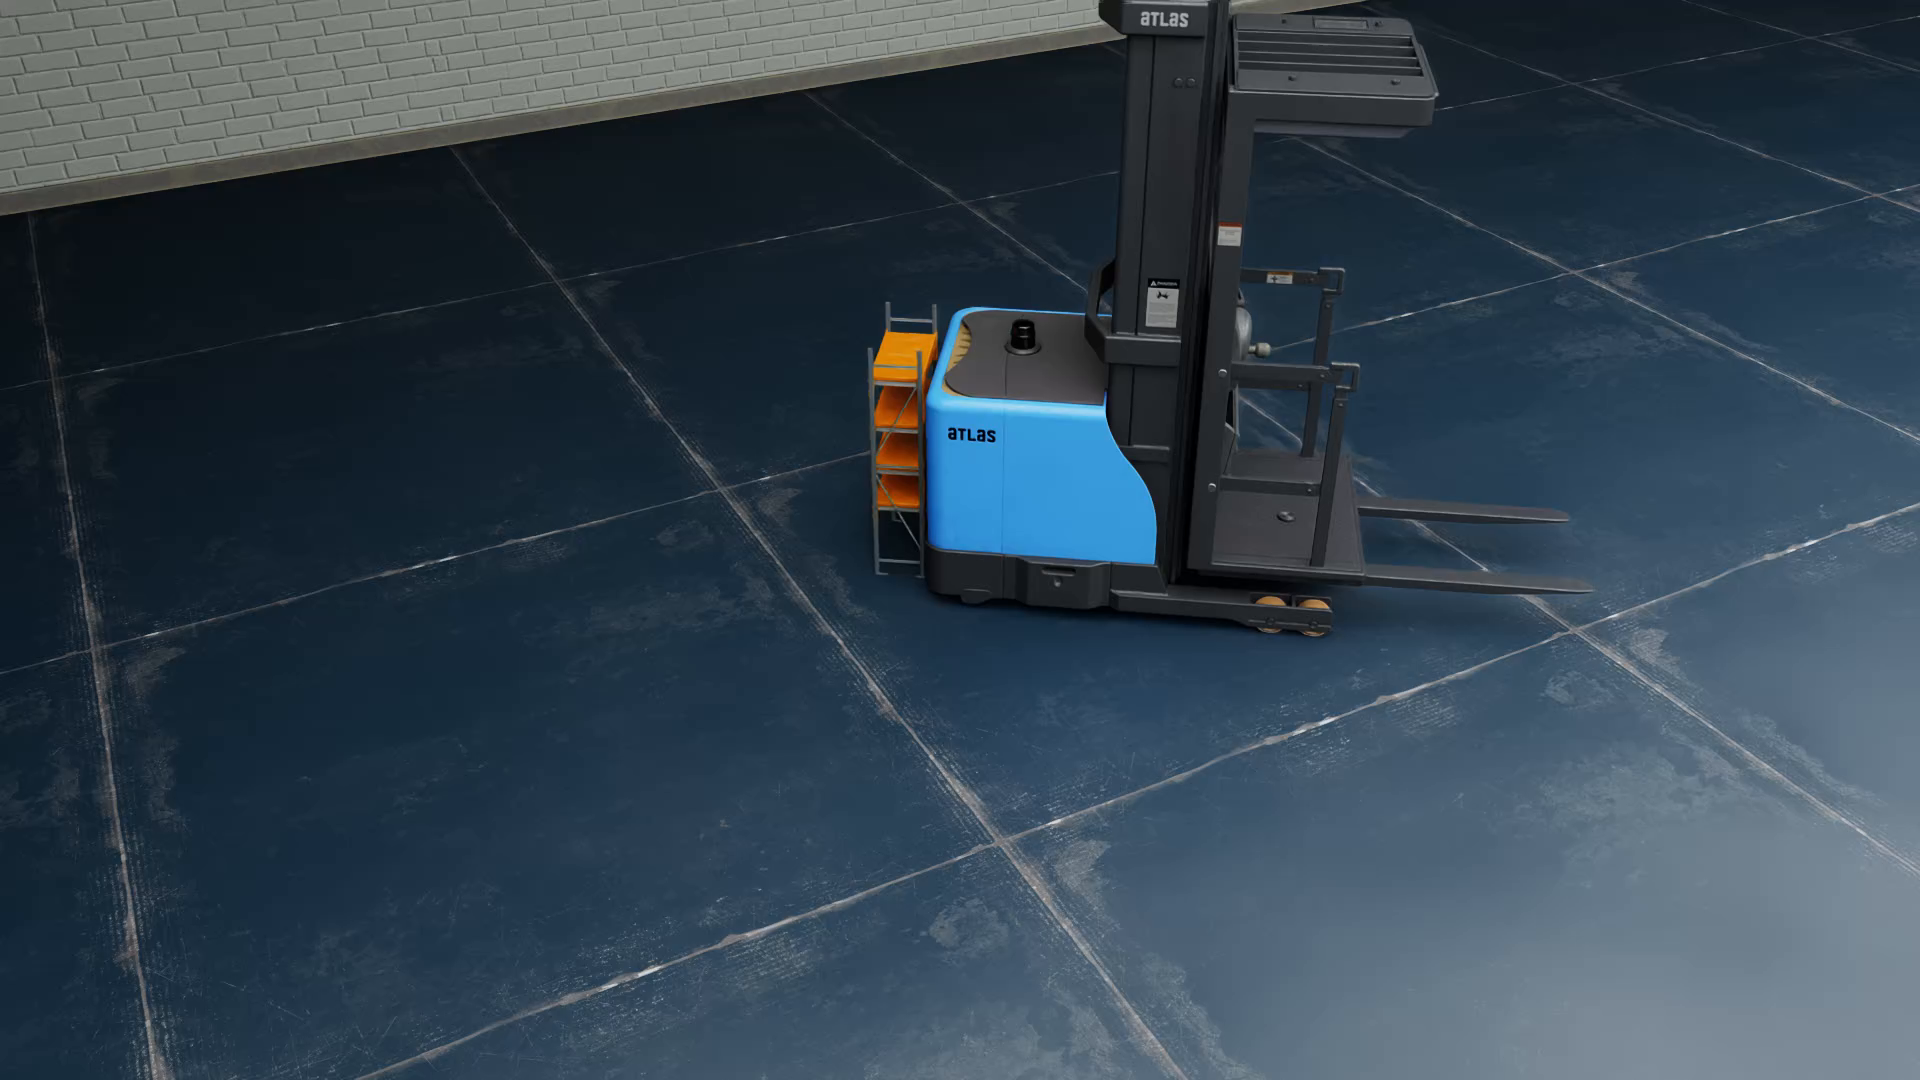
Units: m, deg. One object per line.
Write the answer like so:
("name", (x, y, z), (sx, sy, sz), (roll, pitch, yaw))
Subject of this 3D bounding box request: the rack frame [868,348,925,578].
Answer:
("rack frame", (-0.287, -0.334, 7.659), (0.240, 1.200, 0.015), (4, 33, 6))

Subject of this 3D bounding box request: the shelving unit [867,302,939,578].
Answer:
("shelving unit", (-0.258, -0.464, 7.863), (0.258, 1.200, 0.503), (4, 33, 6))

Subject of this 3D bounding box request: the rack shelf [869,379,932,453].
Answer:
("rack shelf", (-0.258, -0.596, 7.778), (0.258, 0.148, 0.480), (4, 33, 6))

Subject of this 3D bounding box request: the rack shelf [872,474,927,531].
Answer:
("rack shelf", (-0.258, -0.241, 8.006), (0.258, 0.148, 0.480), (4, 33, 6))

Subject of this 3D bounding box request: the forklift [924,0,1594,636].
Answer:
("forklift", (1.393, -1.102, 7.253), (3.031, 2.935, 1.130), (4, 33, 6))

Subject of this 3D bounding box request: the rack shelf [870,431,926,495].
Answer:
("rack shelf", (-0.258, -0.408, 7.899), (0.258, 0.148, 0.480), (4, 33, 6))

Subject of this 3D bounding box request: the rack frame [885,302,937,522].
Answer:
("rack frame", (-0.228, -0.595, 8.067), (0.240, 1.200, 0.015), (4, 33, 6))

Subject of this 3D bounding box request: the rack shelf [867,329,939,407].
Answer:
("rack shelf", (-0.258, -0.795, 7.651), (0.258, 0.148, 0.480), (4, 33, 6))
